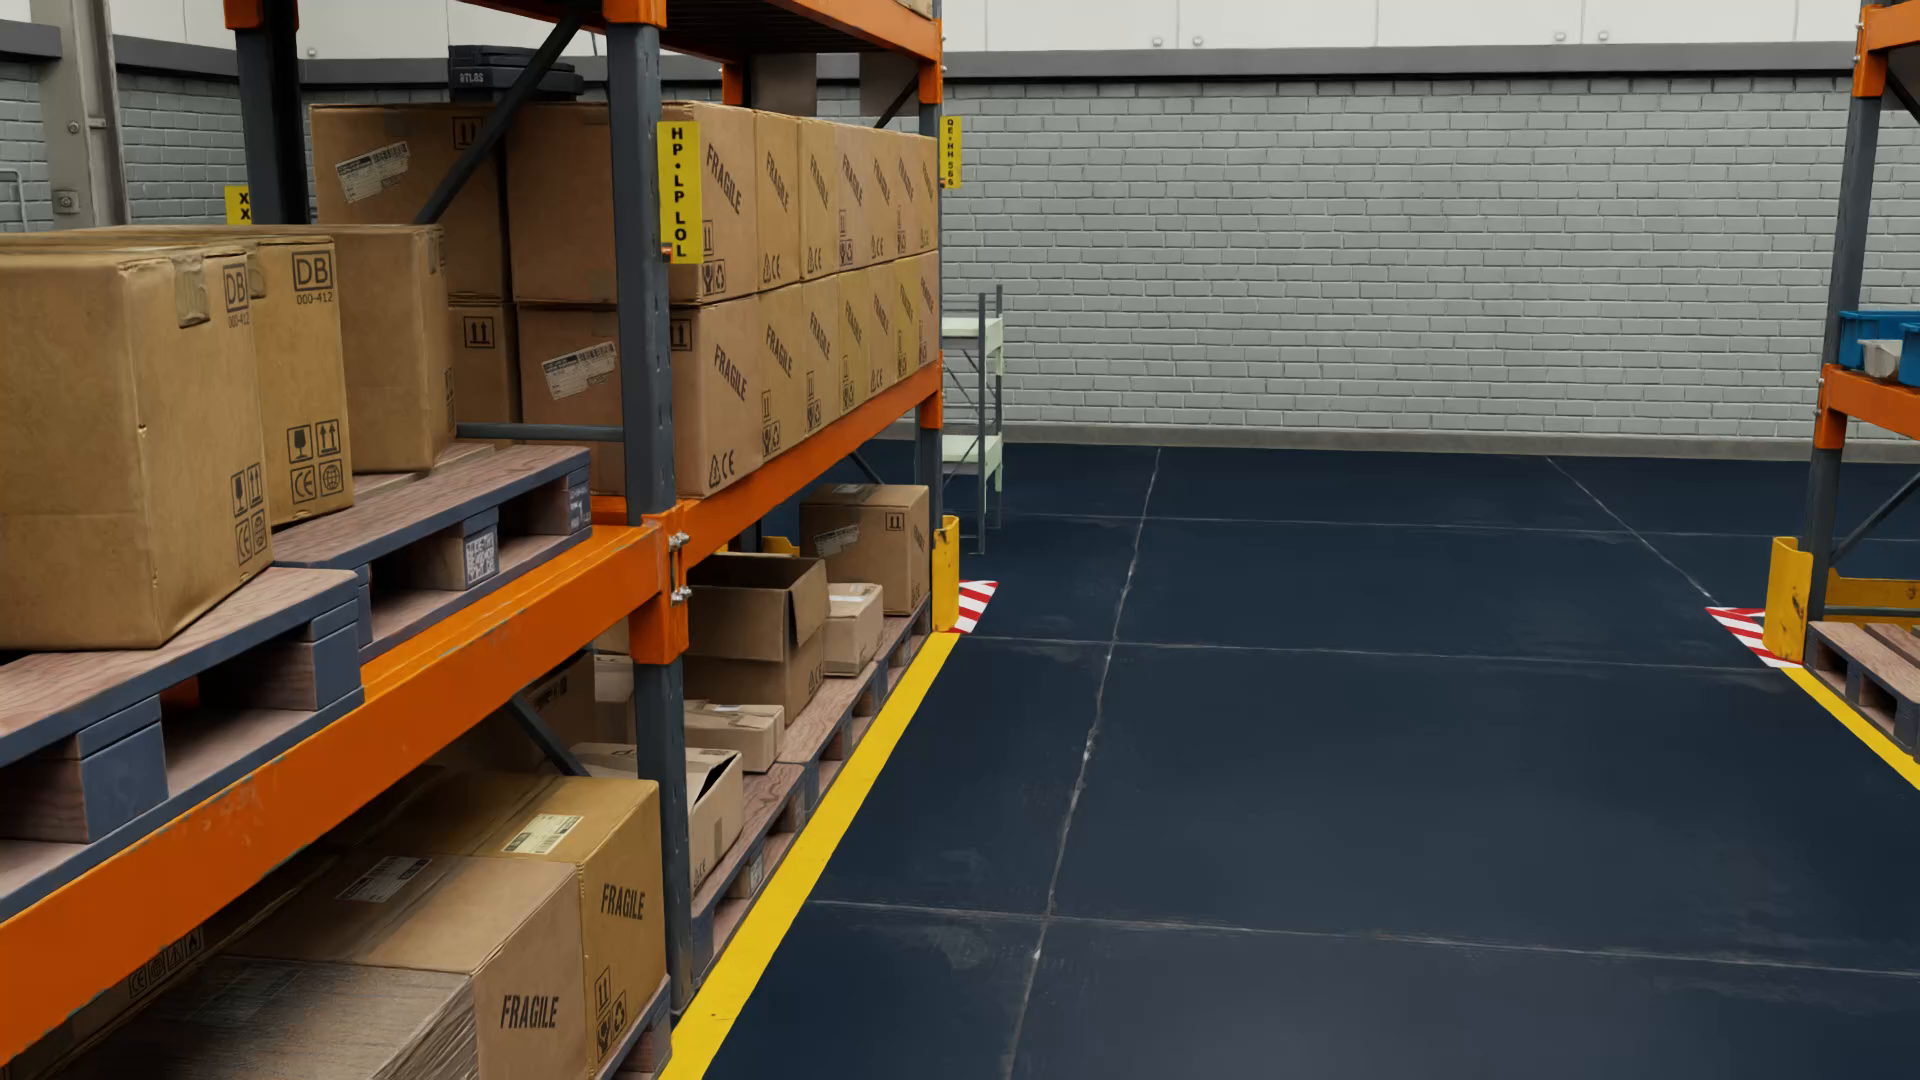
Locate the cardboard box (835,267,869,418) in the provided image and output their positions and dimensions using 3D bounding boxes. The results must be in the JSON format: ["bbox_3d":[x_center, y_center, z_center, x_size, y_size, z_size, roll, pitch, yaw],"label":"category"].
[{"bbox_3d":[-0.624,-0.725,6.002,0.500,0.500,0.500,2,12,8],"label":"cardboard box"}]

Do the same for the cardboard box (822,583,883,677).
[{"bbox_3d":[-0.604,0.352,6.723,0.500,0.250,0.500,2,12,9],"label":"cardboard box"}]

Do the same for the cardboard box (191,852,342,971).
[{"bbox_3d":[-1.590,0.949,3.361,0.500,0.500,0.500,2,12,9],"label":"cardboard box"}]

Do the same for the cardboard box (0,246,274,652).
[{"bbox_3d":[-1.414,-0.147,2.321,0.700,0.500,0.500,-1,12,-6],"label":"cardboard box"}]

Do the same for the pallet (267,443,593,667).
[{"bbox_3d":[-1.434,-0.006,3.356,1.003,0.211,1.213,2,12,9],"label":"pallet"}]

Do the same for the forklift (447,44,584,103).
[{"bbox_3d":[-3.333,-1.736,11.092,3.031,2.935,1.130,5,13,23],"label":"forklift"}]

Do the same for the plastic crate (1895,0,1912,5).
[{"bbox_3d":[3.971,-2.265,6.575,0.497,0.269,0.590,2,12,9],"label":"plastic crate"}]

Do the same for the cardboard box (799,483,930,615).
[{"bbox_3d":[-0.428,0.033,7.610,0.500,0.500,0.500,2,12,9],"label":"cardboard box"}]

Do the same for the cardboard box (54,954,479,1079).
[{"bbox_3d":[-1.158,1.063,2.828,0.500,0.500,0.500,2,12,9],"label":"cardboard box"}]

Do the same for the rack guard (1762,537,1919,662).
[{"bbox_3d":[4.296,0.283,7.496,1.175,0.500,0.348,2,12,9],"label":"rack guard"}]

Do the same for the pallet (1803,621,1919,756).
[{"bbox_3d":[4.140,0.600,6.710,1.003,0.211,1.213,2,12,9],"label":"pallet"}]

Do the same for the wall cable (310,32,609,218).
[{"bbox_3d":[-4.261,-3.835,13.801,3.097,2.526,0.112,2,12,9],"label":"wall cable"}]

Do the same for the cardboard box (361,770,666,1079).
[{"bbox_3d":[-0.996,0.856,3.789,0.500,0.500,0.500,2,12,8],"label":"cardboard box"}]

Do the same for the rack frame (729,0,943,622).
[{"bbox_3d":[-0.588,-1.095,7.955,1.000,3.000,0.127,2,12,9],"label":"rack frame"}]

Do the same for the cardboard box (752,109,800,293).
[{"bbox_3d":[-0.774,-0.997,4.887,0.500,0.500,0.500,1,12,7],"label":"cardboard box"}]

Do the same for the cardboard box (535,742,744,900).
[{"bbox_3d":[-0.925,0.756,4.702,0.500,0.311,0.500,2,12,9],"label":"cardboard box"}]

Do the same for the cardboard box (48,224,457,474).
[{"bbox_3d":[-1.497,-0.425,3.613,0.700,0.500,0.500,-2,12,-10],"label":"cardboard box"}]

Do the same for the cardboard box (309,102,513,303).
[{"bbox_3d":[-1.381,-0.914,4.503,0.500,0.500,0.500,2,12,9],"label":"cardboard box"}]

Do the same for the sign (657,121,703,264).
[{"bbox_3d":[-0.654,-0.811,3.890,0.100,0.325,0.005,2,12,9],"label":"sign"}]

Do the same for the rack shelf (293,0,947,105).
[{"bbox_3d":[-0.896,-1.794,5.783,1.077,0.370,4.000,2,12,9],"label":"rack shelf"}]

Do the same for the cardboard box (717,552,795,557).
[{"bbox_3d":[-0.992,0.159,7.857,0.380,0.149,0.250,2,12,9],"label":"cardboard box"}]

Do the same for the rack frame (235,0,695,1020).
[{"bbox_3d":[-1.203,-0.263,4.092,1.000,3.000,0.127,2,12,9],"label":"rack frame"}]

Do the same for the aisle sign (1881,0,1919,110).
[{"bbox_3d":[4.023,-2.229,7.047,0.394,0.787,0.004,2,12,9],"label":"aisle sign"}]

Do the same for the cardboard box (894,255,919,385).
[{"bbox_3d":[-0.465,-0.934,6.970,0.500,0.500,0.500,2,12,9],"label":"cardboard box"}]

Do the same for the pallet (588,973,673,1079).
[{"bbox_3d":[-1.291,1.271,3.594,1.003,0.211,1.213,2,12,9],"label":"pallet"}]

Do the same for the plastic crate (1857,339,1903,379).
[{"bbox_3d":[3.811,-0.730,6.742,0.250,0.136,0.298,2,12,9],"label":"plastic crate"}]

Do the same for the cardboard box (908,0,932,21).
[{"bbox_3d":[-0.407,-2.373,7.119,0.500,0.250,0.500,2,12,9],"label":"cardboard box"}]

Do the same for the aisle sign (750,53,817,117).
[{"bbox_3d":[-0.868,-2.390,7.792,0.394,0.787,0.004,2,12,9],"label":"aisle sign"}]

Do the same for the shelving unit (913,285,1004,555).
[{"bbox_3d":[-0.001,-0.732,9.829,0.431,1.500,0.755,2,12,9],"label":"shelving unit"}]

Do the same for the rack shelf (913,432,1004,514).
[{"bbox_3d":[-0.001,-0.413,9.898,0.431,0.370,0.720,2,12,9],"label":"rack shelf"}]

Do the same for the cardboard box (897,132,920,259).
[{"bbox_3d":[-0.462,-1.426,6.880,0.500,0.500,0.500,2,12,10],"label":"cardboard box"}]

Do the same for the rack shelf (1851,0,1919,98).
[{"bbox_3d":[3.998,-1.632,5.035,1.077,0.370,4.000,2,12,9],"label":"rack shelf"}]

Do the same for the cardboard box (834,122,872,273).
[{"bbox_3d":[-0.616,-1.211,5.883,0.500,0.500,0.500,2,12,10],"label":"cardboard box"}]

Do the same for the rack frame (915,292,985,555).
[{"bbox_3d":[-0.057,-0.656,9.475,0.400,1.500,0.023,2,12,9],"label":"rack frame"}]

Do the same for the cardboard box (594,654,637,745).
[{"bbox_3d":[-1.281,0.553,5.646,0.500,0.311,0.500,2,12,9],"label":"cardboard box"}]

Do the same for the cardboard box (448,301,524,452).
[{"bbox_3d":[-1.380,-0.424,4.603,0.500,0.500,0.500,2,12,10],"label":"cardboard box"}]

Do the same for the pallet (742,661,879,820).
[{"bbox_3d":[-0.912,0.703,6.231,1.003,0.211,1.213,2,12,9],"label":"pallet"}]

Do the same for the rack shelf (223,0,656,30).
[{"bbox_3d":[-1.511,-0.961,1.920,1.077,0.370,4.000,2,12,9],"label":"rack shelf"}]

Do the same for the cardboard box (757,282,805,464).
[{"bbox_3d":[-0.780,-0.515,5.028,0.500,0.500,0.500,2,12,10],"label":"cardboard box"}]
